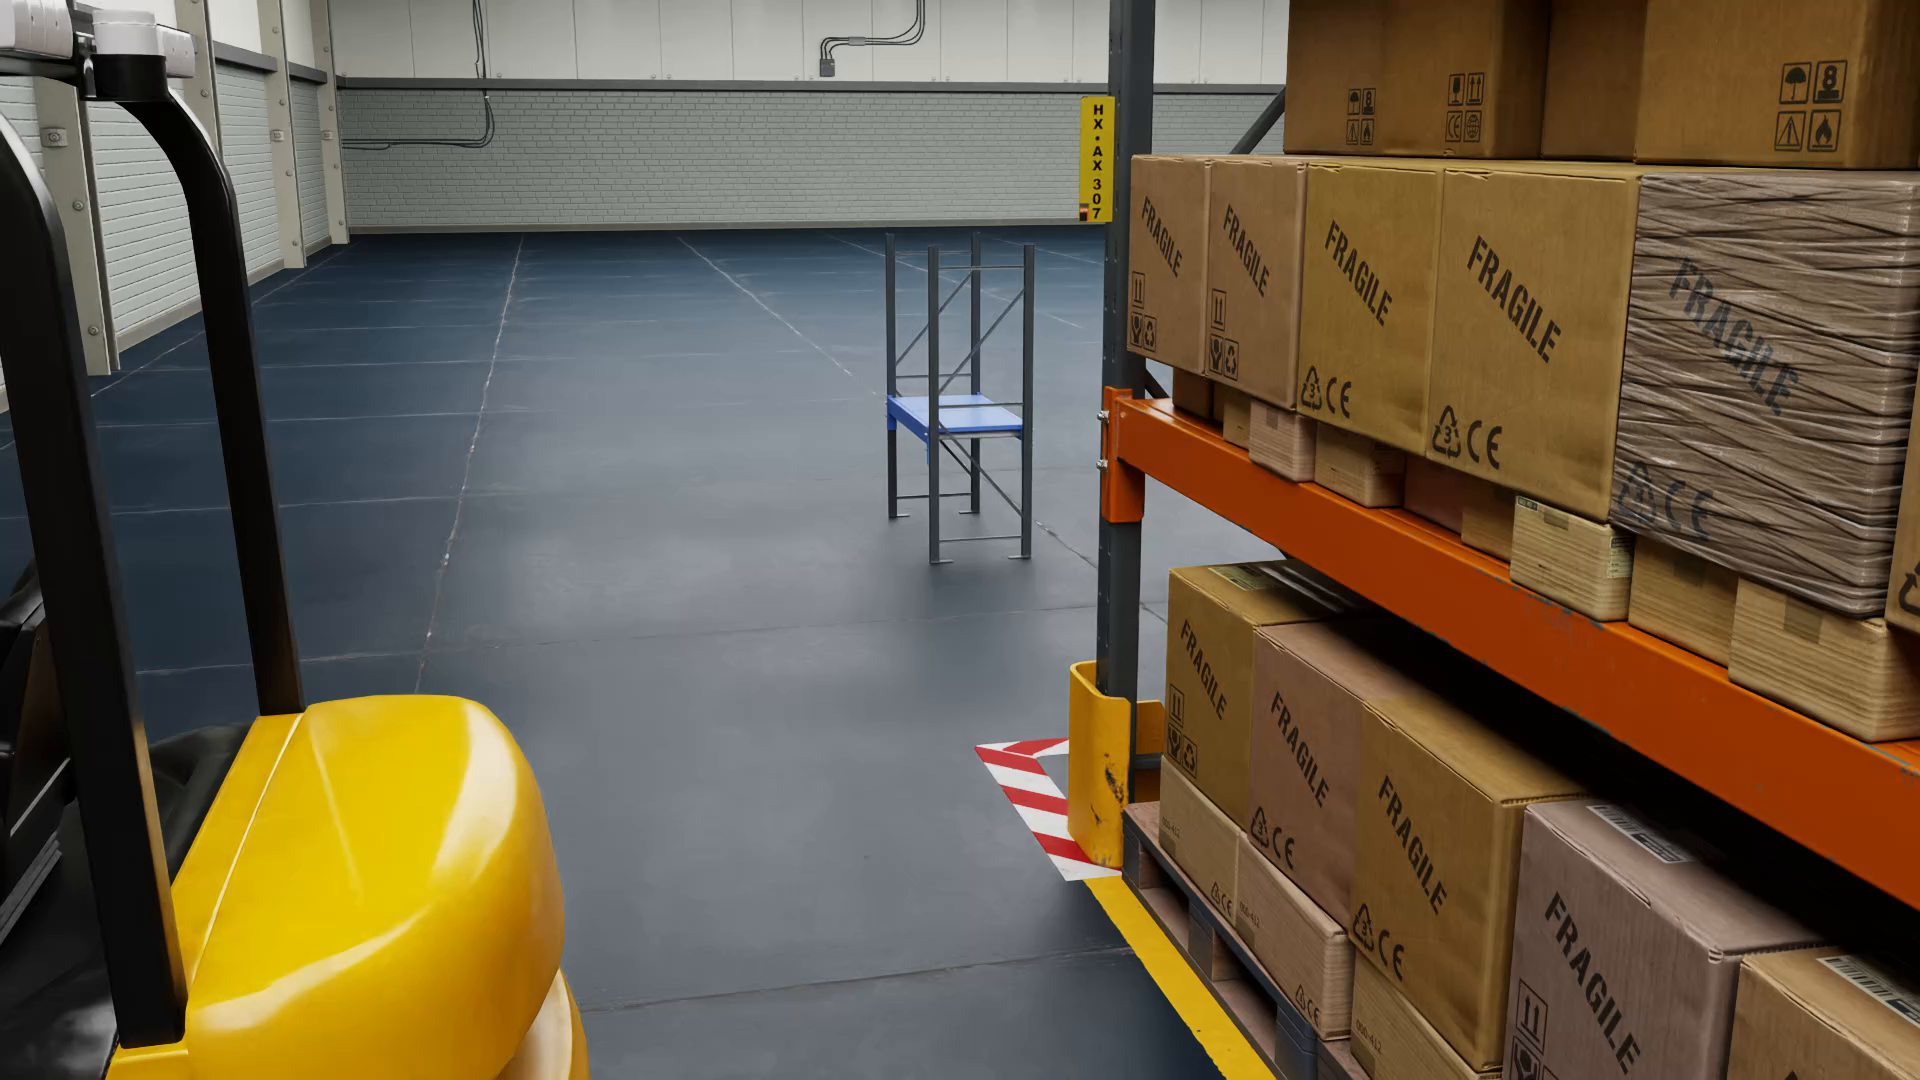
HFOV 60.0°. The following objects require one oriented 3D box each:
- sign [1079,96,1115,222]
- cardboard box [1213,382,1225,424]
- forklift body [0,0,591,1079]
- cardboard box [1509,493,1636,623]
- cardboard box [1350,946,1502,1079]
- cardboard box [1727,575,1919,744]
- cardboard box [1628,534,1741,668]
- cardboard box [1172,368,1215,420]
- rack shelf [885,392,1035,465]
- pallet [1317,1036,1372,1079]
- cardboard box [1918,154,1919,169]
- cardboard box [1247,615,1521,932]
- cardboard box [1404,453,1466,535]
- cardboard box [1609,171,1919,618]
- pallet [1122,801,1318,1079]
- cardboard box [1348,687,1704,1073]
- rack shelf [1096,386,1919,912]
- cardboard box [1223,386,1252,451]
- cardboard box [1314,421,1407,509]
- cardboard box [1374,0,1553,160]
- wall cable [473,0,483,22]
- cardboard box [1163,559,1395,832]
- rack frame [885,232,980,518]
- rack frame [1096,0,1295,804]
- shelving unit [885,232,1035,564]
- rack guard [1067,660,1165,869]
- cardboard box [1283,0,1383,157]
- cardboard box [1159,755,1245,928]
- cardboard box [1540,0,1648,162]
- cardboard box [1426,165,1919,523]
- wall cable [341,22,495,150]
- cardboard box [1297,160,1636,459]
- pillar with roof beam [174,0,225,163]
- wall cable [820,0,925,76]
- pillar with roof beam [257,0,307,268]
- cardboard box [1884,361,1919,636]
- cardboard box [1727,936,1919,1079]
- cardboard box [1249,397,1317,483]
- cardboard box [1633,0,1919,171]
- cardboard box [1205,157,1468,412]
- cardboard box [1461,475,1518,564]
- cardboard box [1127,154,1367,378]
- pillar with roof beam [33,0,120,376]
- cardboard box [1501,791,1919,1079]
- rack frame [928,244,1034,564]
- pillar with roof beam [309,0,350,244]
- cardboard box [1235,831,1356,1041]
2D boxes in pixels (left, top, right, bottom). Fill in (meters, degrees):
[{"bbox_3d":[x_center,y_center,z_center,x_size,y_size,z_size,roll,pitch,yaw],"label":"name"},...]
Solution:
[{"bbox_3d":[0.368,-1.013,4.430,0.100,0.325,0.005,-3,14,-13],"label":"sign"},{"bbox_3d":[0.847,-0.354,4.084,0.380,0.149,0.250,-3,14,-12],"label":"cardboard box"},{"bbox_3d":[-1.710,0.403,2.247,2.313,2.155,1.214,-3,14,-13],"label":"forklift body"},{"bbox_3d":[1.094,0.012,2.585,0.380,0.149,0.250,-3,14,-13],"label":"cardboard box"},{"bbox_3d":[1.069,0.954,3.113,0.500,0.250,0.500,-2,14,-9],"label":"cardboard box"},{"bbox_3d":[1.221,0.130,2.102,0.380,0.149,0.250,-3,14,-14],"label":"cardboard box"},{"bbox_3d":[1.190,0.070,2.351,0.380,0.149,0.250,-4,14,-14],"label":"cardboard box"},{"bbox_3d":[0.774,-0.411,4.319,0.380,0.149,0.250,-3,14,-13],"label":"cardboard box"},{"bbox_3d":[-0.020,-0.574,8.372,0.538,0.185,1.000,-3,14,-13],"label":"rack shelf"},{"bbox_3d":[1.352,1.219,2.991,1.003,0.211,1.213,-3,14,-13],"label":"pallet"},{"bbox_3d":[1.752,-0.729,2.147,0.700,0.500,0.500,-4,14,-14],"label":"cardboard box"},{"bbox_3d":[0.949,0.472,3.505,0.500,0.500,0.500,-4,14,-15],"label":"cardboard box"},{"bbox_3d":[1.059,-0.111,3.092,0.380,0.149,0.250,-3,14,-11],"label":"cardboard box"},{"bbox_3d":[1.235,-0.220,2.169,0.500,0.500,0.500,-3,14,-12],"label":"cardboard box"},{"bbox_3d":[1.069,0.938,4.141,1.003,0.211,1.213,-3,14,-13],"label":"pallet"},{"bbox_3d":[1.059,0.588,3.029,0.500,0.500,0.500,-3,14,-12],"label":"cardboard box"},{"bbox_3d":[1.365,0.188,2.854,1.077,0.370,4.000,-3,14,-13],"label":"rack shelf"},{"bbox_3d":[0.830,-0.288,3.815,0.380,0.149,0.250,-4,14,-15],"label":"cardboard box"},{"bbox_3d":[0.939,-0.169,3.328,0.380,0.149,0.250,-3,14,-12],"label":"cardboard box"},{"bbox_3d":[1.339,-1.079,3.579,0.700,0.500,0.500,-3,14,-13],"label":"cardboard box"},{"bbox_3d":[-8.464,-11.819,33.744,3.097,2.526,0.112,-3,14,-13],"label":"wall cable"},{"bbox_3d":[0.822,0.351,3.997,0.500,0.500,0.500,-4,14,-15],"label":"cardboard box"},{"bbox_3d":[-0.139,-0.866,8.810,0.500,1.500,0.032,-3,14,-13],"label":"rack frame"},{"bbox_3d":[0.895,-0.623,4.657,1.000,3.000,0.127,-3,14,-13],"label":"rack frame"},{"bbox_3d":[-0.020,-0.748,8.330,0.538,1.500,1.048,-3,14,-13],"label":"shelving unit"},{"bbox_3d":[0.913,0.609,4.882,1.175,0.500,0.348,-3,14,-13],"label":"rack guard"},{"bbox_3d":[1.227,-1.196,4.059,0.700,0.500,0.500,-4,14,-15],"label":"cardboard box"},{"bbox_3d":[0.816,0.710,4.109,0.500,0.250,0.500,-3,14,-14],"label":"cardboard box"},{"bbox_3d":[1.559,-0.967,3.121,0.700,0.500,0.500,-3,14,-14],"label":"cardboard box"},{"bbox_3d":[1.110,-0.338,2.652,0.500,0.500,0.500,-4,14,-14],"label":"cardboard box"},{"bbox_3d":[-11.094,-9.215,33.726,3.097,2.526,0.112,-3,14,-13],"label":"wall cable"},{"bbox_3d":[0.982,-0.455,3.130,0.500,0.500,0.500,-4,14,-14],"label":"cardboard box"},{"bbox_3d":[-4.684,-7.441,19.925,9.100,9.000,0.400,-3,14,-13],"label":"pillar with roof beam"},{"bbox_3d":[-1.862,-12.901,35.105,2.305,6.003,0.169,-3,14,-13],"label":"wall cable"},{"bbox_3d":[-6.093,-8.826,25.590,9.100,9.000,0.400,-3,14,-13],"label":"pillar with roof beam"},{"bbox_3d":[1.361,-0.100,1.680,0.500,0.500,0.500,-3,14,-11],"label":"cardboard box"},{"bbox_3d":[1.314,0.828,2.045,0.500,0.500,0.500,-3,14,-12],"label":"cardboard box"},{"bbox_3d":[0.845,-0.227,3.565,0.380,0.149,0.250,-3,14,-12],"label":"cardboard box"},{"bbox_3d":[1.541,-0.844,2.618,0.700,0.500,0.500,-3,14,-14],"label":"cardboard box"},{"bbox_3d":[0.861,-0.572,3.611,0.500,0.500,0.500,-3,14,-11],"label":"cardboard box"},{"bbox_3d":[1.092,-0.049,2.836,0.380,0.149,0.250,-4,14,-15],"label":"cardboard box"},{"bbox_3d":[0.737,-0.691,4.099,0.500,0.500,0.500,-4,14,-14],"label":"cardboard box"},{"bbox_3d":[-3.275,-6.057,14.259,9.100,9.000,0.400,-3,14,-13],"label":"pillar with roof beam"},{"bbox_3d":[1.193,0.711,2.526,0.500,0.500,0.500,-3,14,-10],"label":"cardboard box"},{"bbox_3d":[0.099,-0.631,7.850,0.500,1.500,0.032,-3,14,-13],"label":"rack frame"},{"bbox_3d":[-7.503,-10.210,31.256,9.100,9.000,0.400,-3,14,-13],"label":"pillar with roof beam"},{"bbox_3d":[0.928,0.828,3.625,0.500,0.250,0.500,-3,14,-11],"label":"cardboard box"}]
